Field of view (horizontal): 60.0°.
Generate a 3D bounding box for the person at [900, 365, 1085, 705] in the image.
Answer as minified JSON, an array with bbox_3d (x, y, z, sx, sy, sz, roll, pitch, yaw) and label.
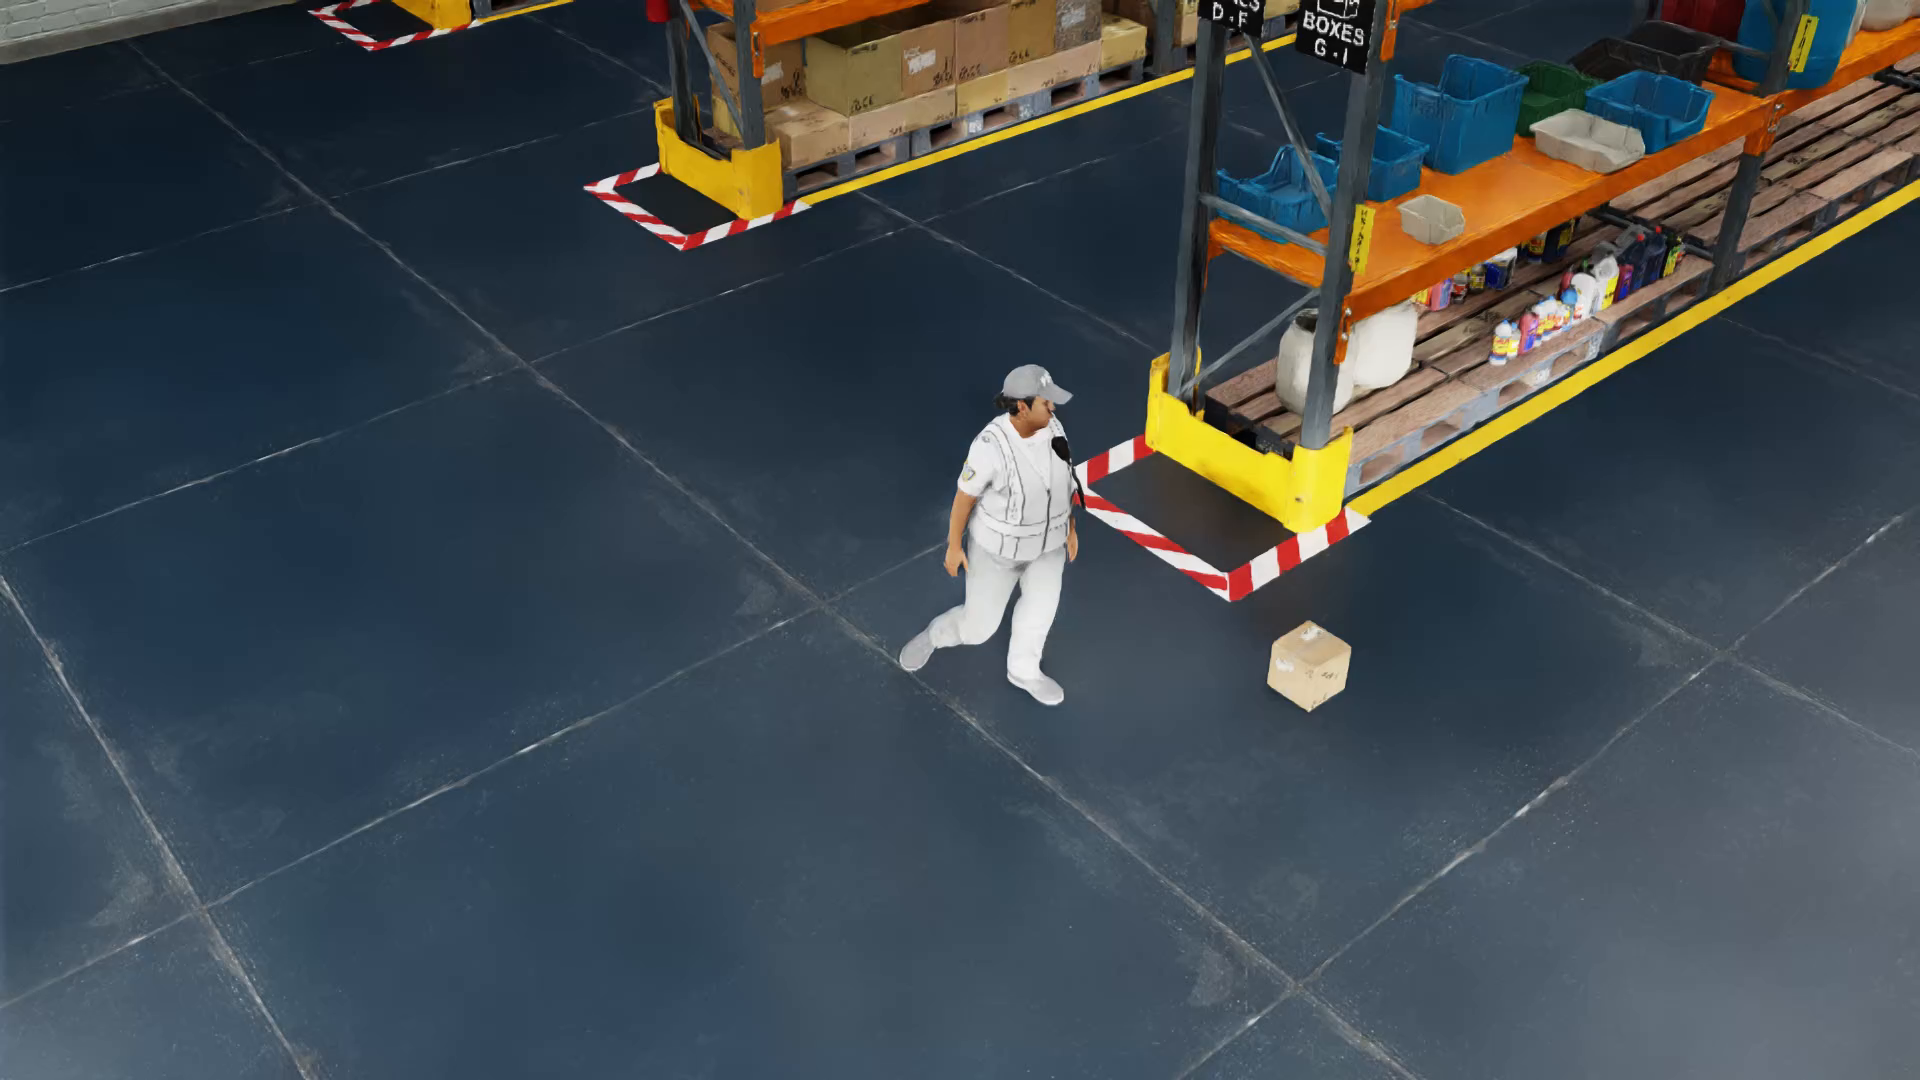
[{"bbox_3d":[0.137,-0.011,7.097,0.681,1.659,0.586,-22,41,-27],"label":"person"}]
